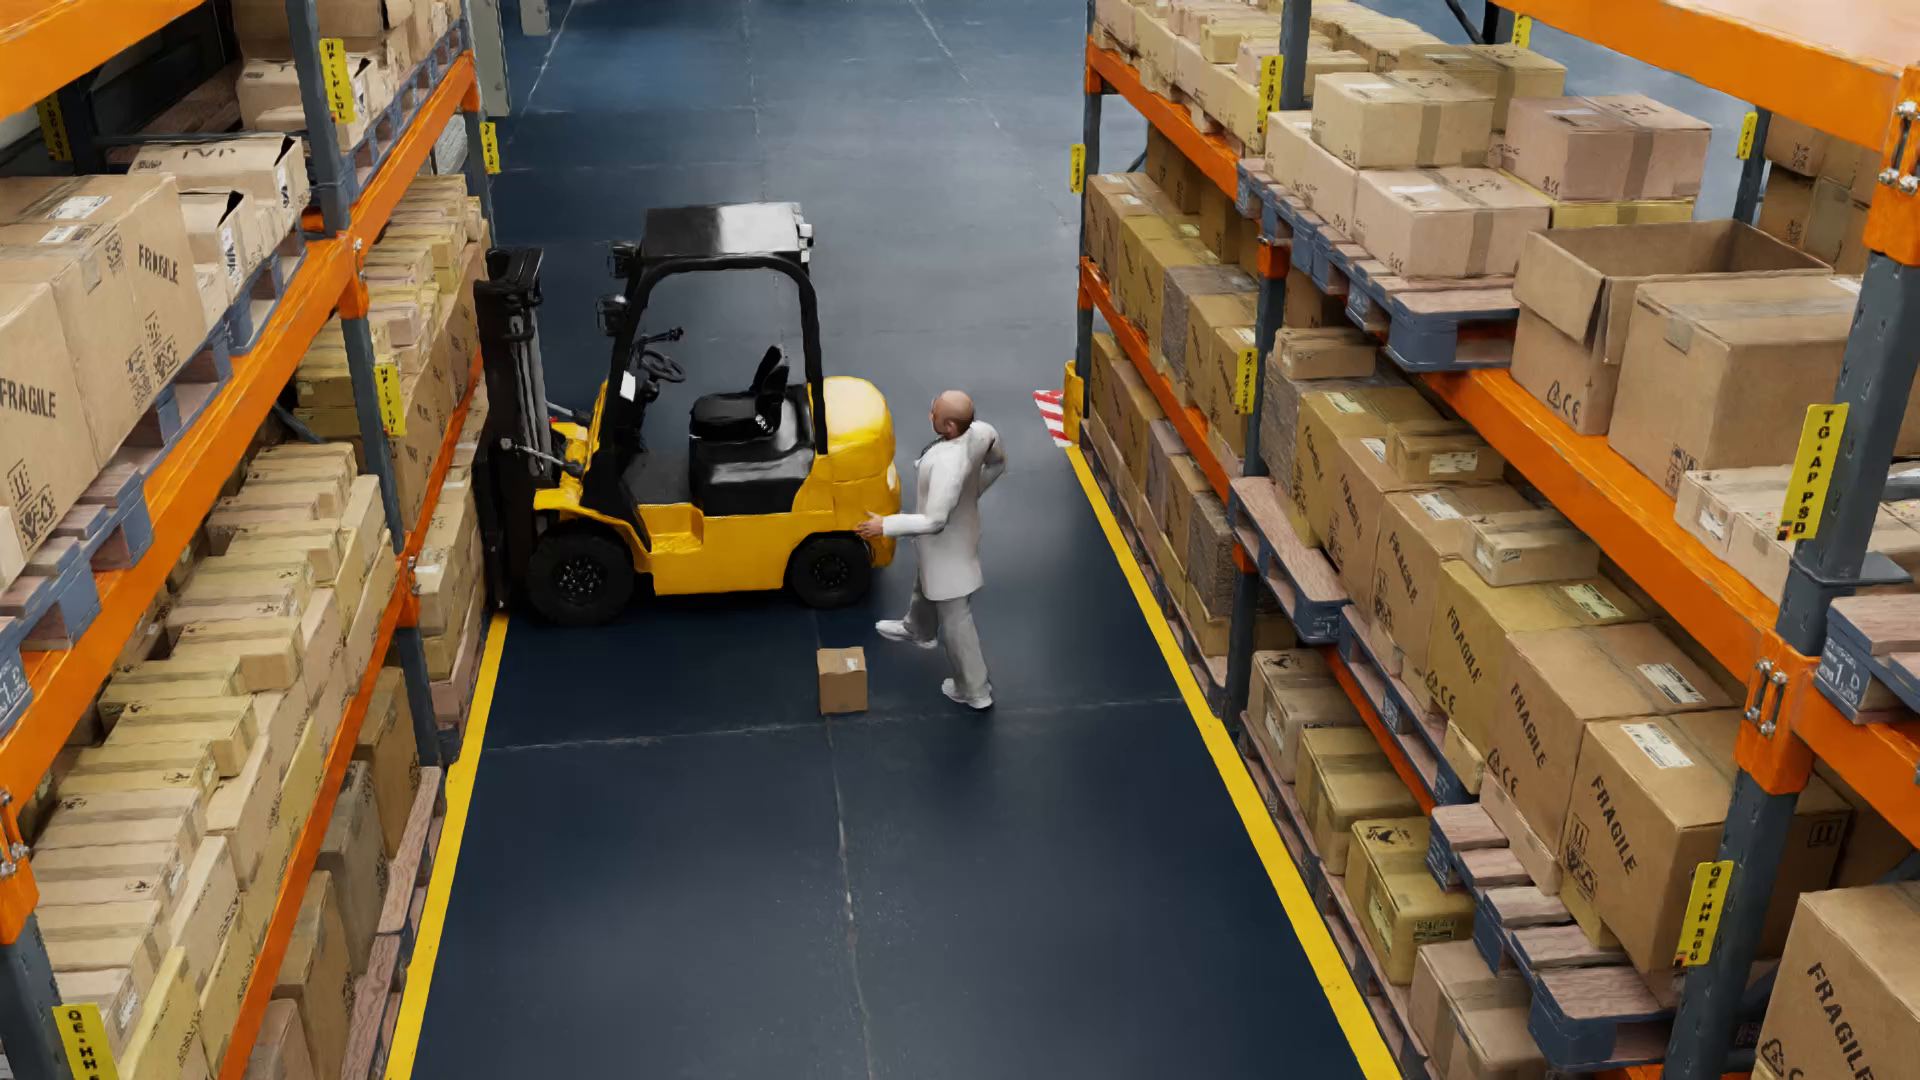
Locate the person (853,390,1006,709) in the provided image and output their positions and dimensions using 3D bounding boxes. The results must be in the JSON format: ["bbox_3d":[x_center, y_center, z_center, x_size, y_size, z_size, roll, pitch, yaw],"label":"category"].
[{"bbox_3d":[-0.185,0.014,8.623,0.844,1.799,0.759,9,28,18],"label":"person"}]
